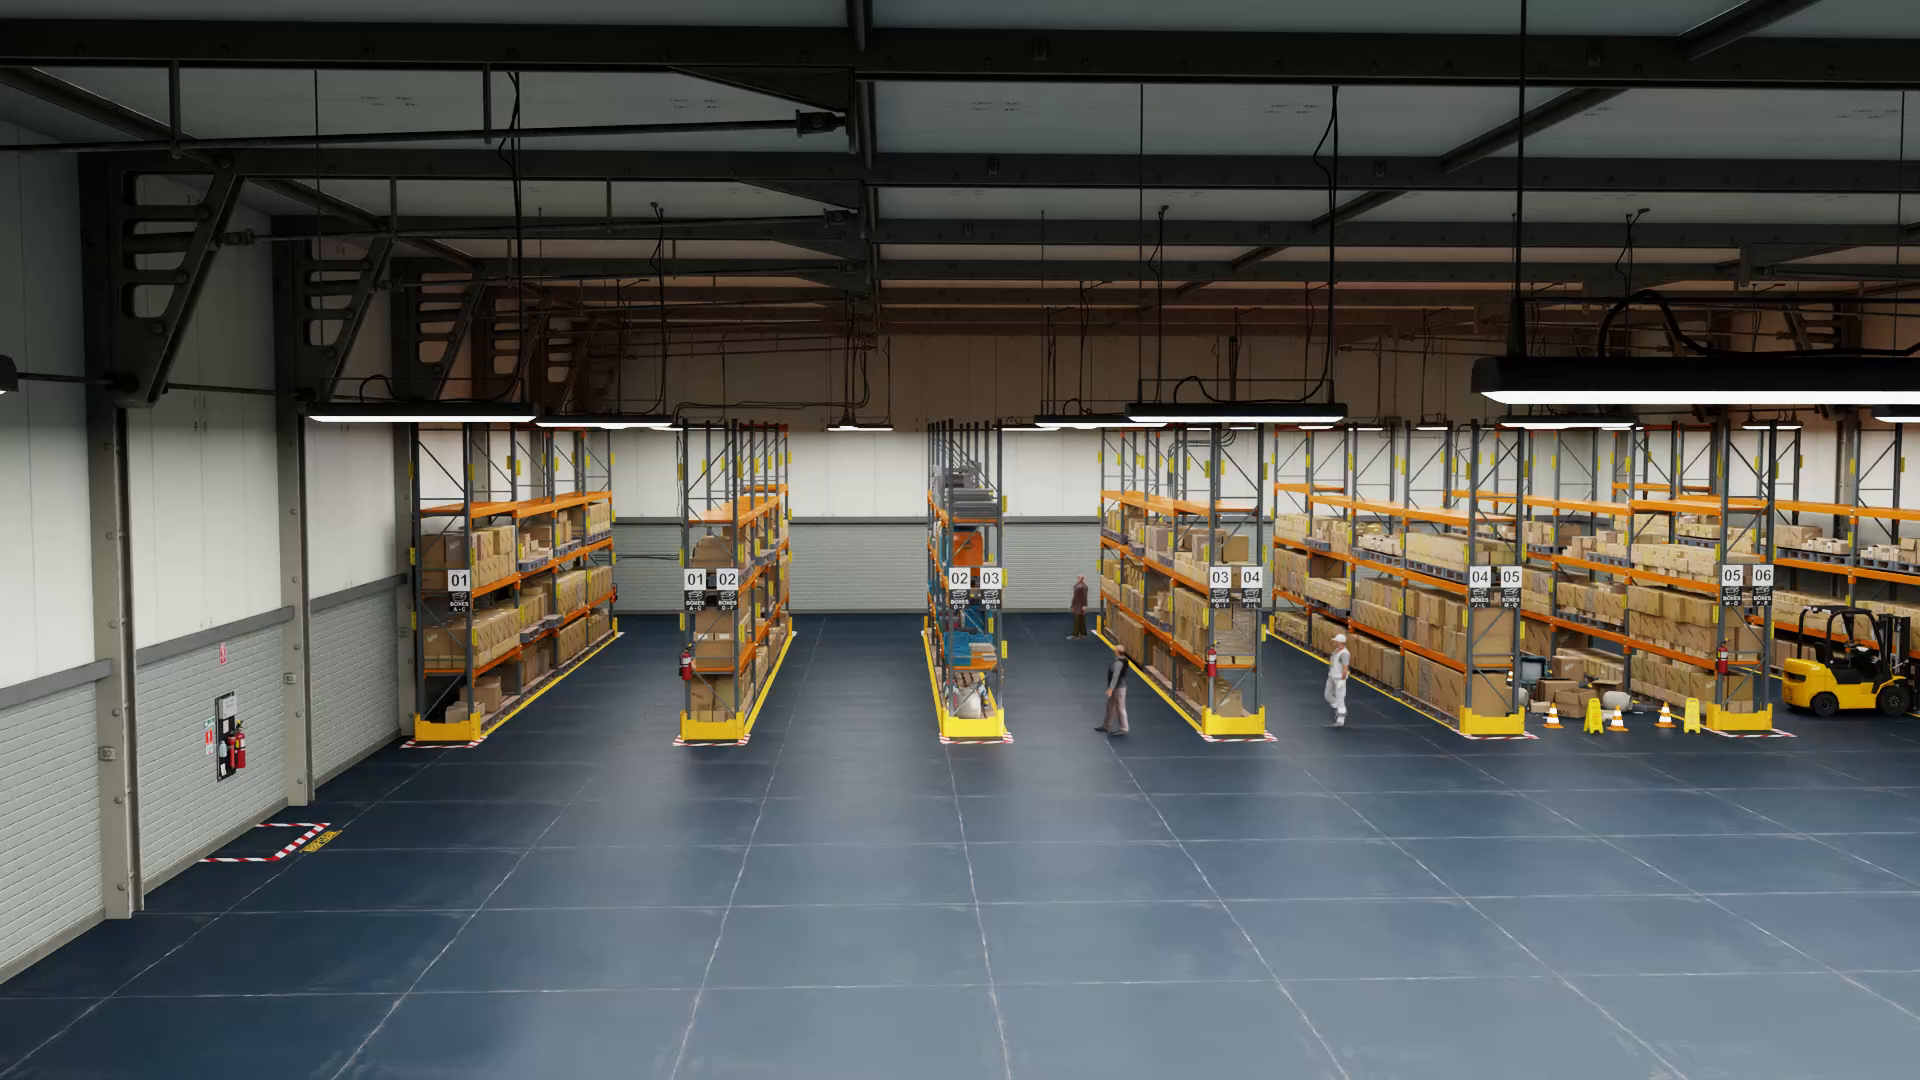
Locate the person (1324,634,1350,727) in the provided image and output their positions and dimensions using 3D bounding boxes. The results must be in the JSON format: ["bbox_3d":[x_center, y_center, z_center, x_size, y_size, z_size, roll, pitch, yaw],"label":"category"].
[{"bbox_3d":[7.398,2.731,32.595,0.523,1.789,0.623,-1,4,-20],"label":"person"}]

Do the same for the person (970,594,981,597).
[{"bbox_3d":[0.518,1.651,49.908,1.050,1.756,0.622,-3,5,-42],"label":"person"}]

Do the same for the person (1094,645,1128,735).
[{"bbox_3d":[2.881,2.844,31.607,0.628,1.718,0.567,0,4,-1],"label":"person"}]

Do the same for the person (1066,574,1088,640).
[{"bbox_3d":[3.132,1.797,44.998,0.636,1.769,0.608,0,4,-8],"label":"person"}]
